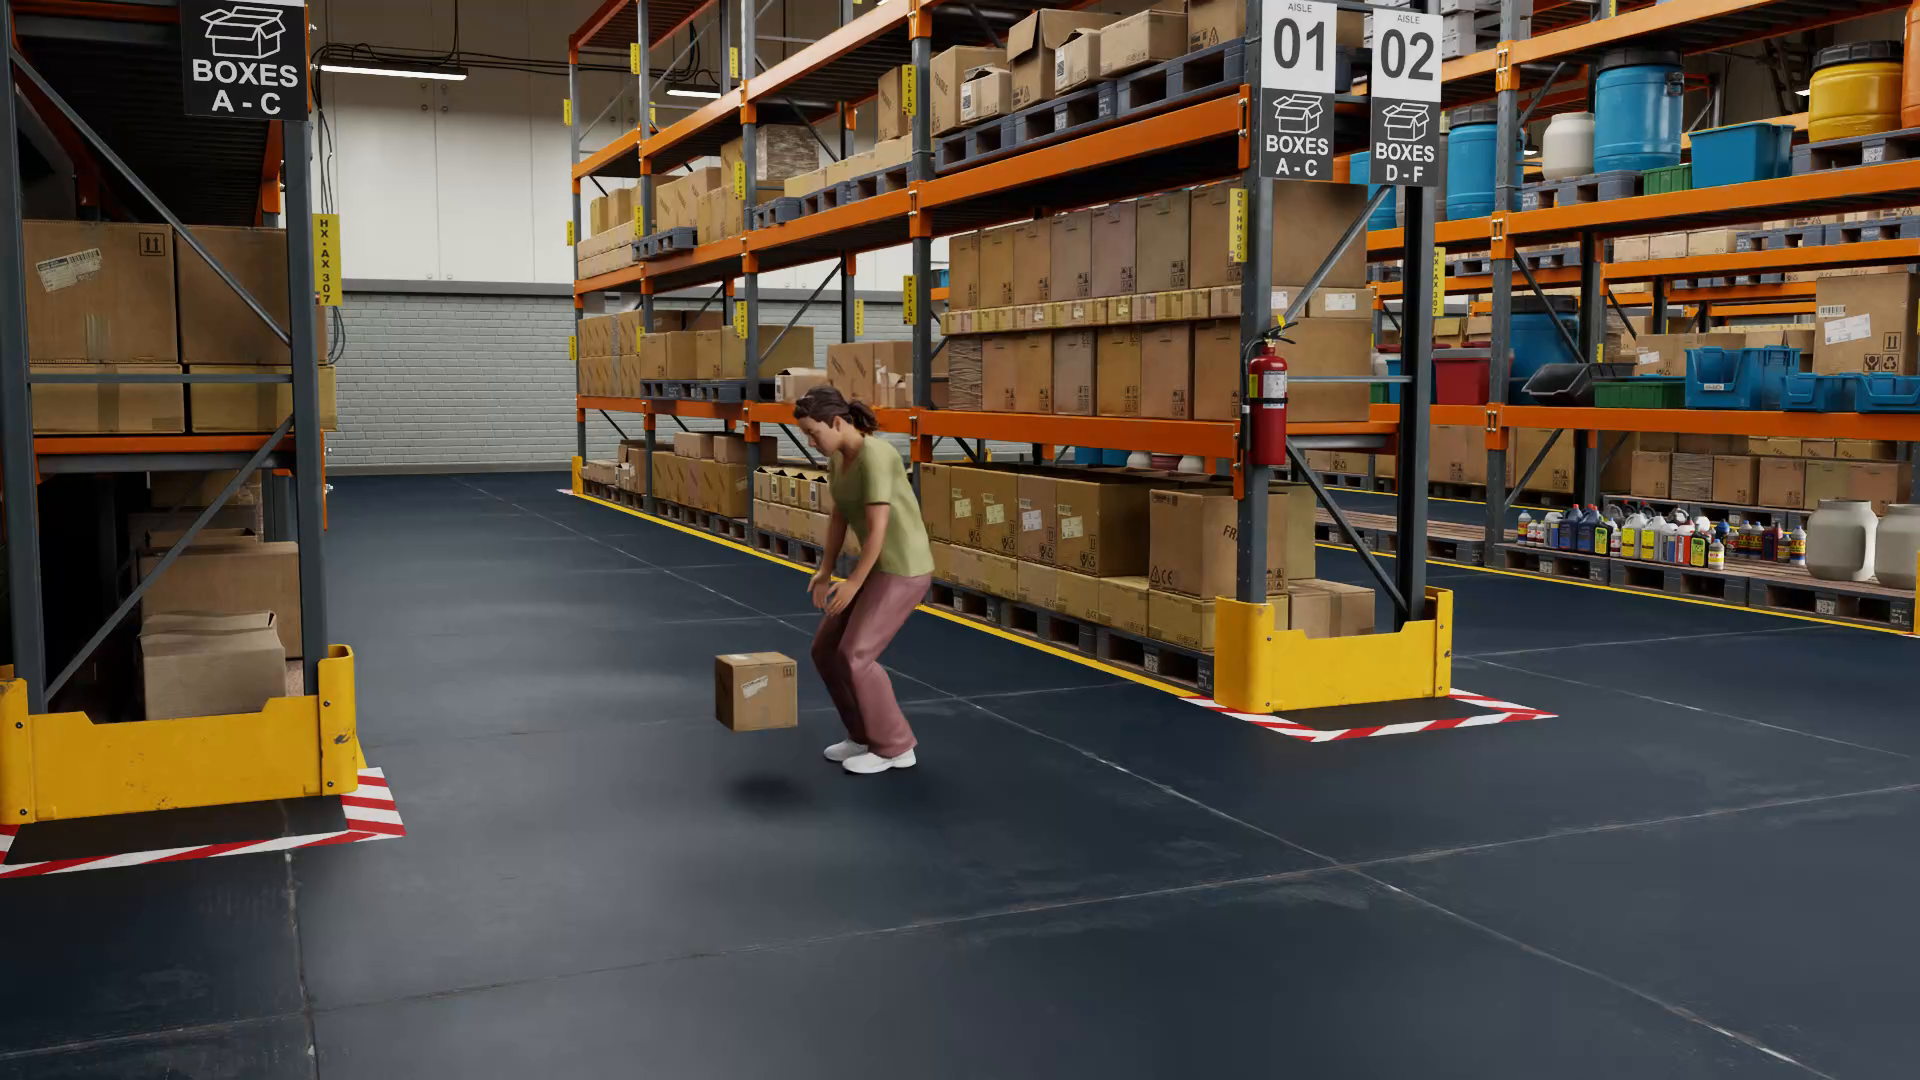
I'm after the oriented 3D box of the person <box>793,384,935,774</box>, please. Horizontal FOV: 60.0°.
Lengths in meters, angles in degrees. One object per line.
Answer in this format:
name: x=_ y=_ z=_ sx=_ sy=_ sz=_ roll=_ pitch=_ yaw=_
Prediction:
person: x=-0.369 y=0.238 z=6.446 sx=0.554 sy=1.308 sz=0.502 roll=-2 pitch=6 yaw=-23
